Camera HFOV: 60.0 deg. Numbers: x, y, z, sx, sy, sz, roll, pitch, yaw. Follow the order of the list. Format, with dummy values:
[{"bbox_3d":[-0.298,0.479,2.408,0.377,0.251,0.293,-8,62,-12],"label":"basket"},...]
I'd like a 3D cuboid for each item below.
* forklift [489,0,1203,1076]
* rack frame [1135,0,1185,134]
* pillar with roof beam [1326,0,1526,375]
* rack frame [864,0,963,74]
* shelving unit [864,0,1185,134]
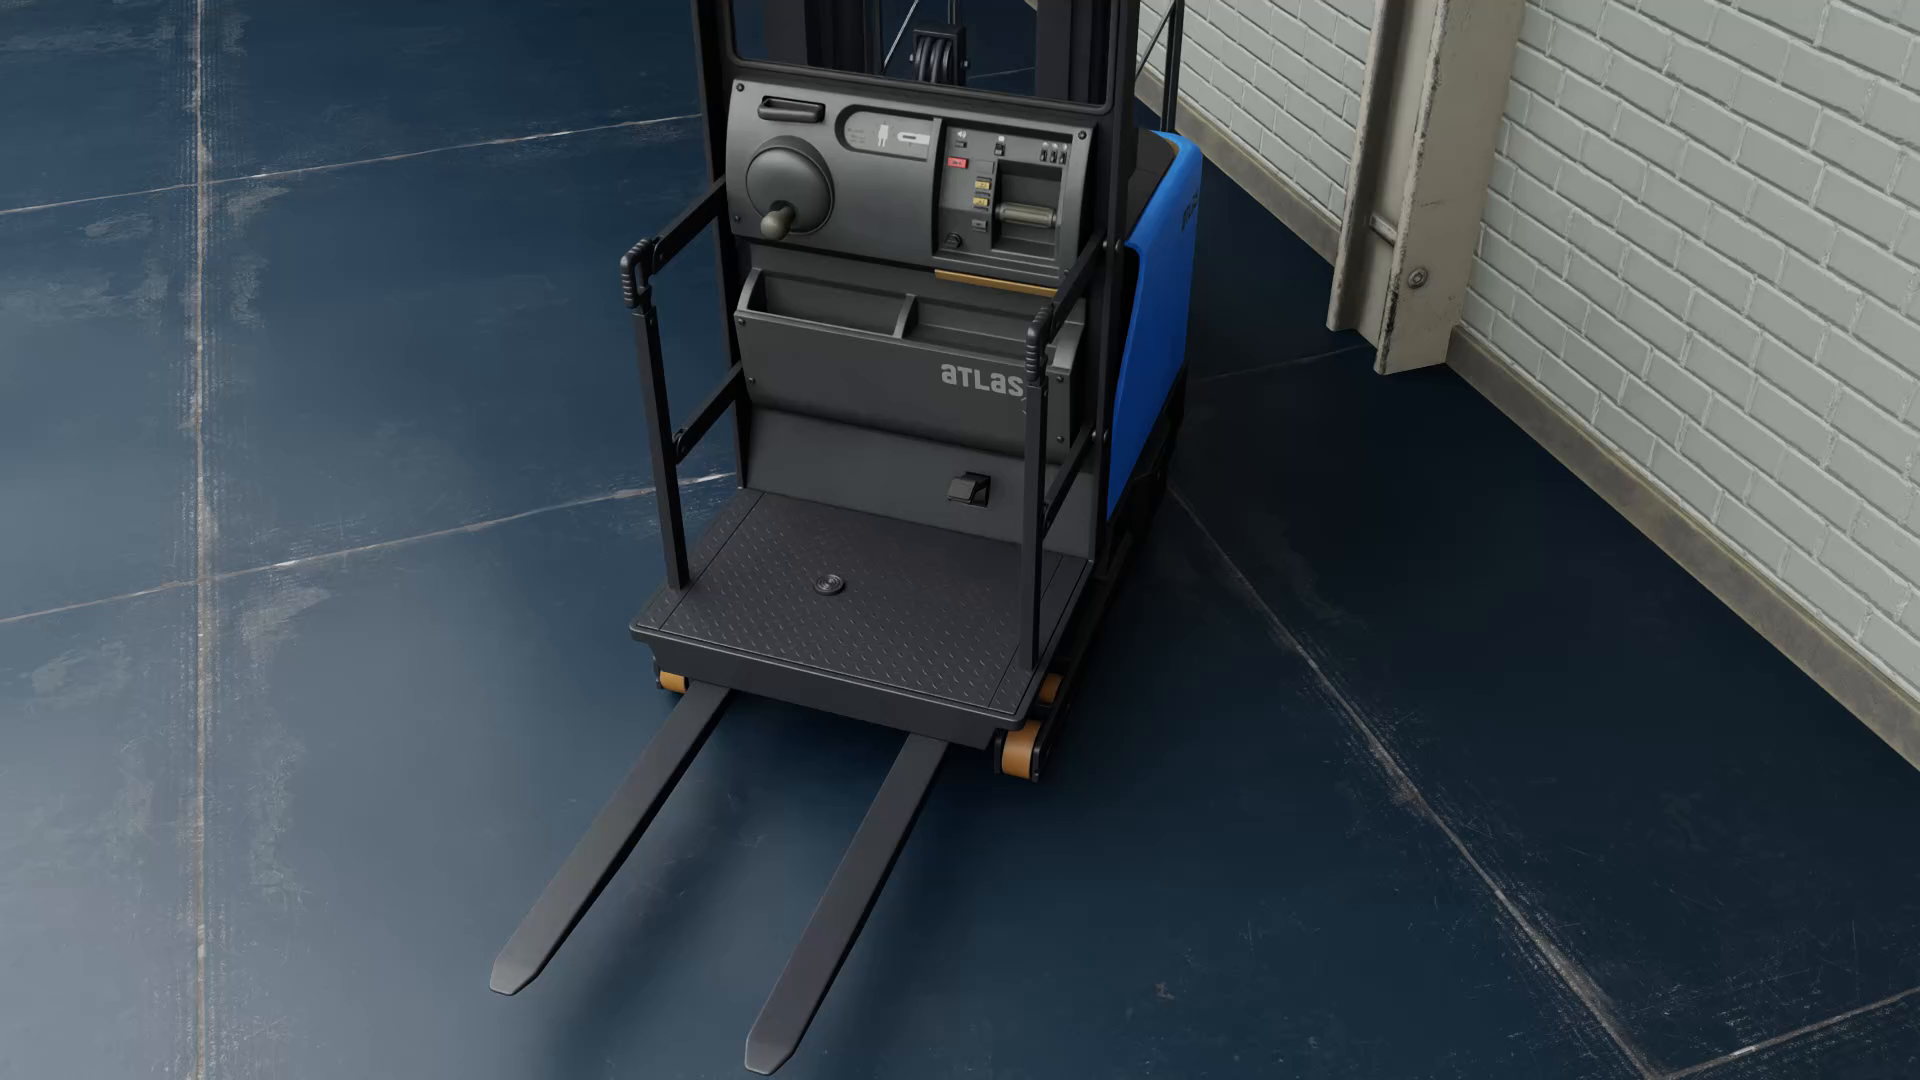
[{"bbox_3d":[-0.206,-0.817,3.899,1.130,2.935,3.031,12,39,15],"label":"forklift"},{"bbox_3d":[0.556,-1.241,5.650,0.032,1.500,0.500,30,46,34],"label":"rack frame"},{"bbox_3d":[-2.437,-3.445,2.344,9.100,9.000,0.400,-12,39,-16],"label":"pillar with roof beam"},{"bbox_3d":[-0.175,-1.666,6.215,0.032,1.500,0.500,30,46,34],"label":"rack frame"},{"bbox_3d":[0.191,-1.453,5.933,1.048,1.500,0.538,30,46,34],"label":"shelving unit"}]
